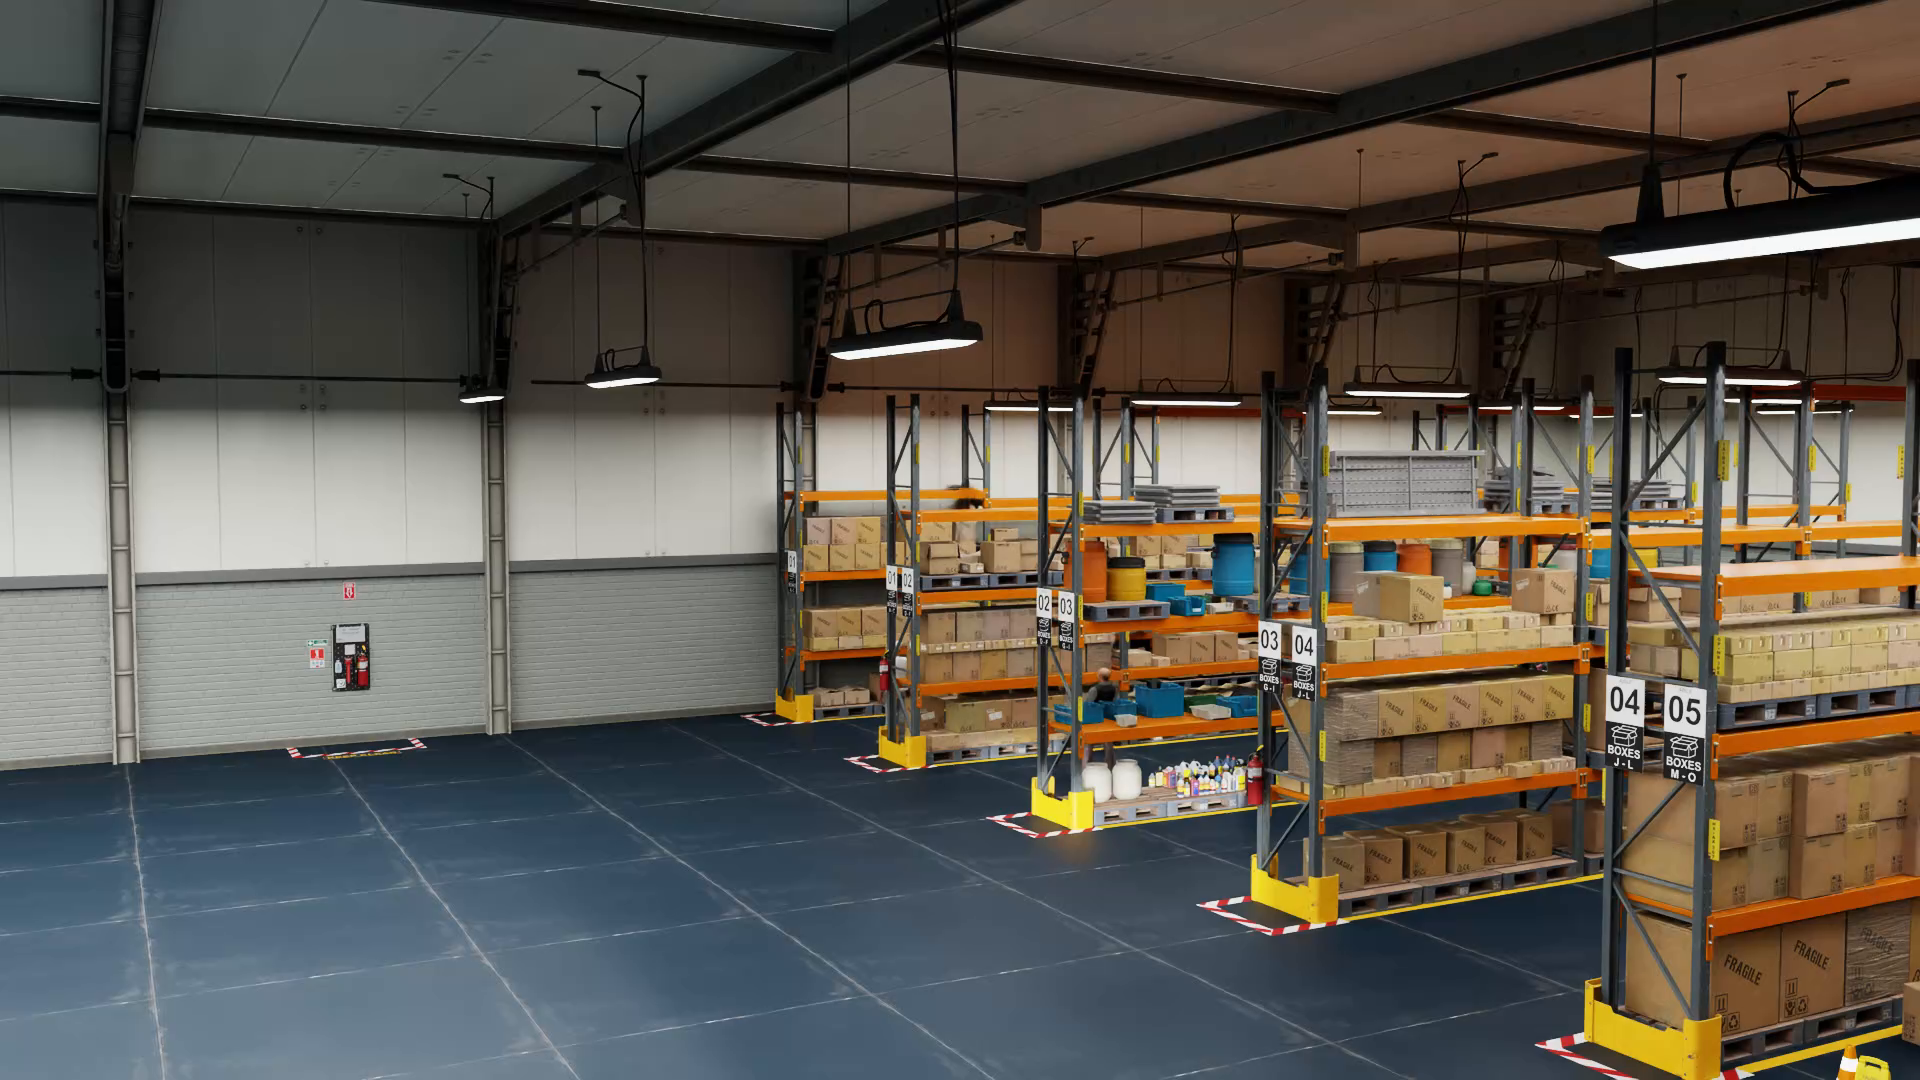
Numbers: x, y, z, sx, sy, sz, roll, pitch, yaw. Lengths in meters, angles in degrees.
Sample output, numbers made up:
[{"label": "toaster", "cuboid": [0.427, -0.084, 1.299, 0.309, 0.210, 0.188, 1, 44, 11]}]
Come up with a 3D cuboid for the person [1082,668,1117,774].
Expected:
[{"label": "person", "cuboid": [2.172, 2.842, 25.965, 0.586, 1.720, 0.454, -1, 3, -11]}]

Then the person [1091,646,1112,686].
[{"label": "person", "cuboid": [2.626, 2.429, 32.465, 0.938, 1.731, 0.636, -2, 4, -35]}]

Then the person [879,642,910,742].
[{"label": "person", "cuboid": [-1.142, 2.636, 28.920, 0.656, 1.768, 0.425, -3, 4, -38]}]
